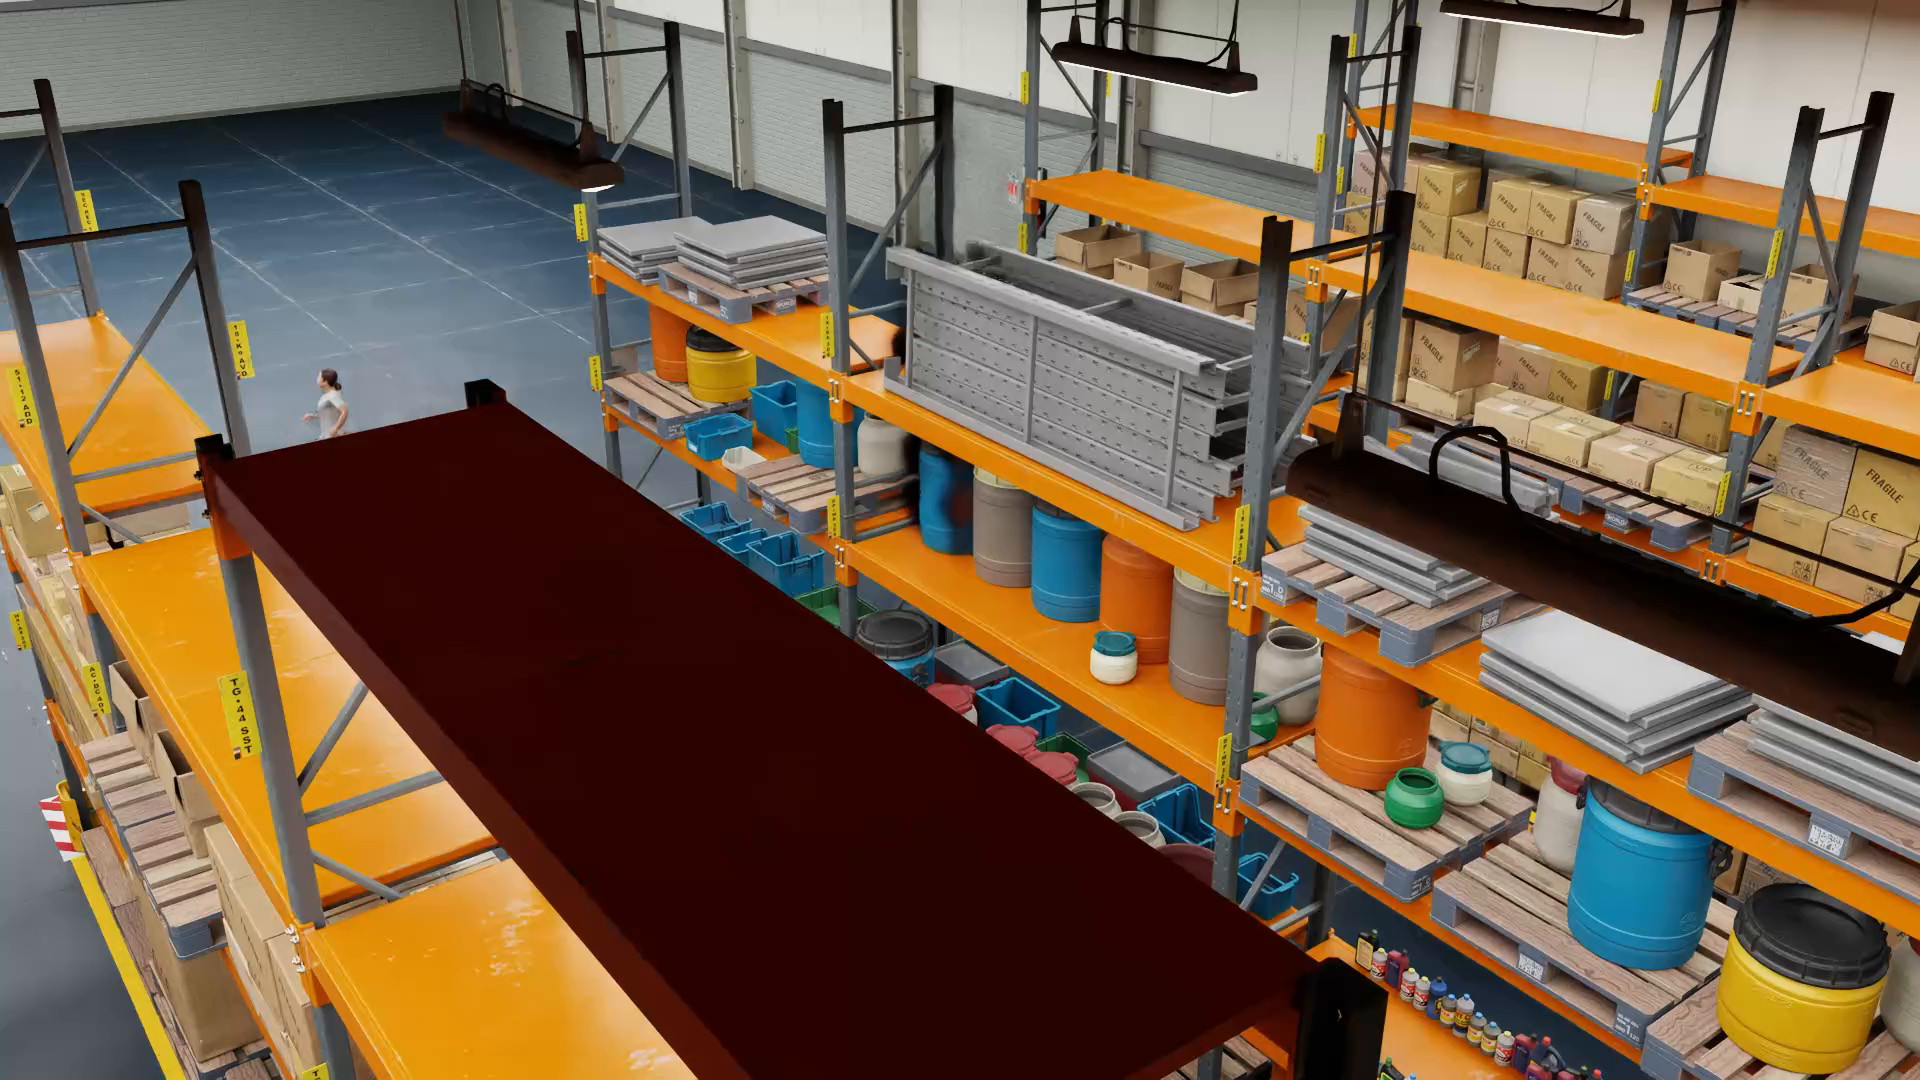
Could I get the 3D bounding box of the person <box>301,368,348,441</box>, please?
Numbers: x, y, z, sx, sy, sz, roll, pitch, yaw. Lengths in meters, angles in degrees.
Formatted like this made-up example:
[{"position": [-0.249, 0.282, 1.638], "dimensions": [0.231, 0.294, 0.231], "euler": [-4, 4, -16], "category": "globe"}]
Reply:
[{"position": [-7.398, -1.215, 19.678], "dimensions": [0.709, 1.675, 0.571], "euler": [-4, 25, -9], "category": "person"}]
